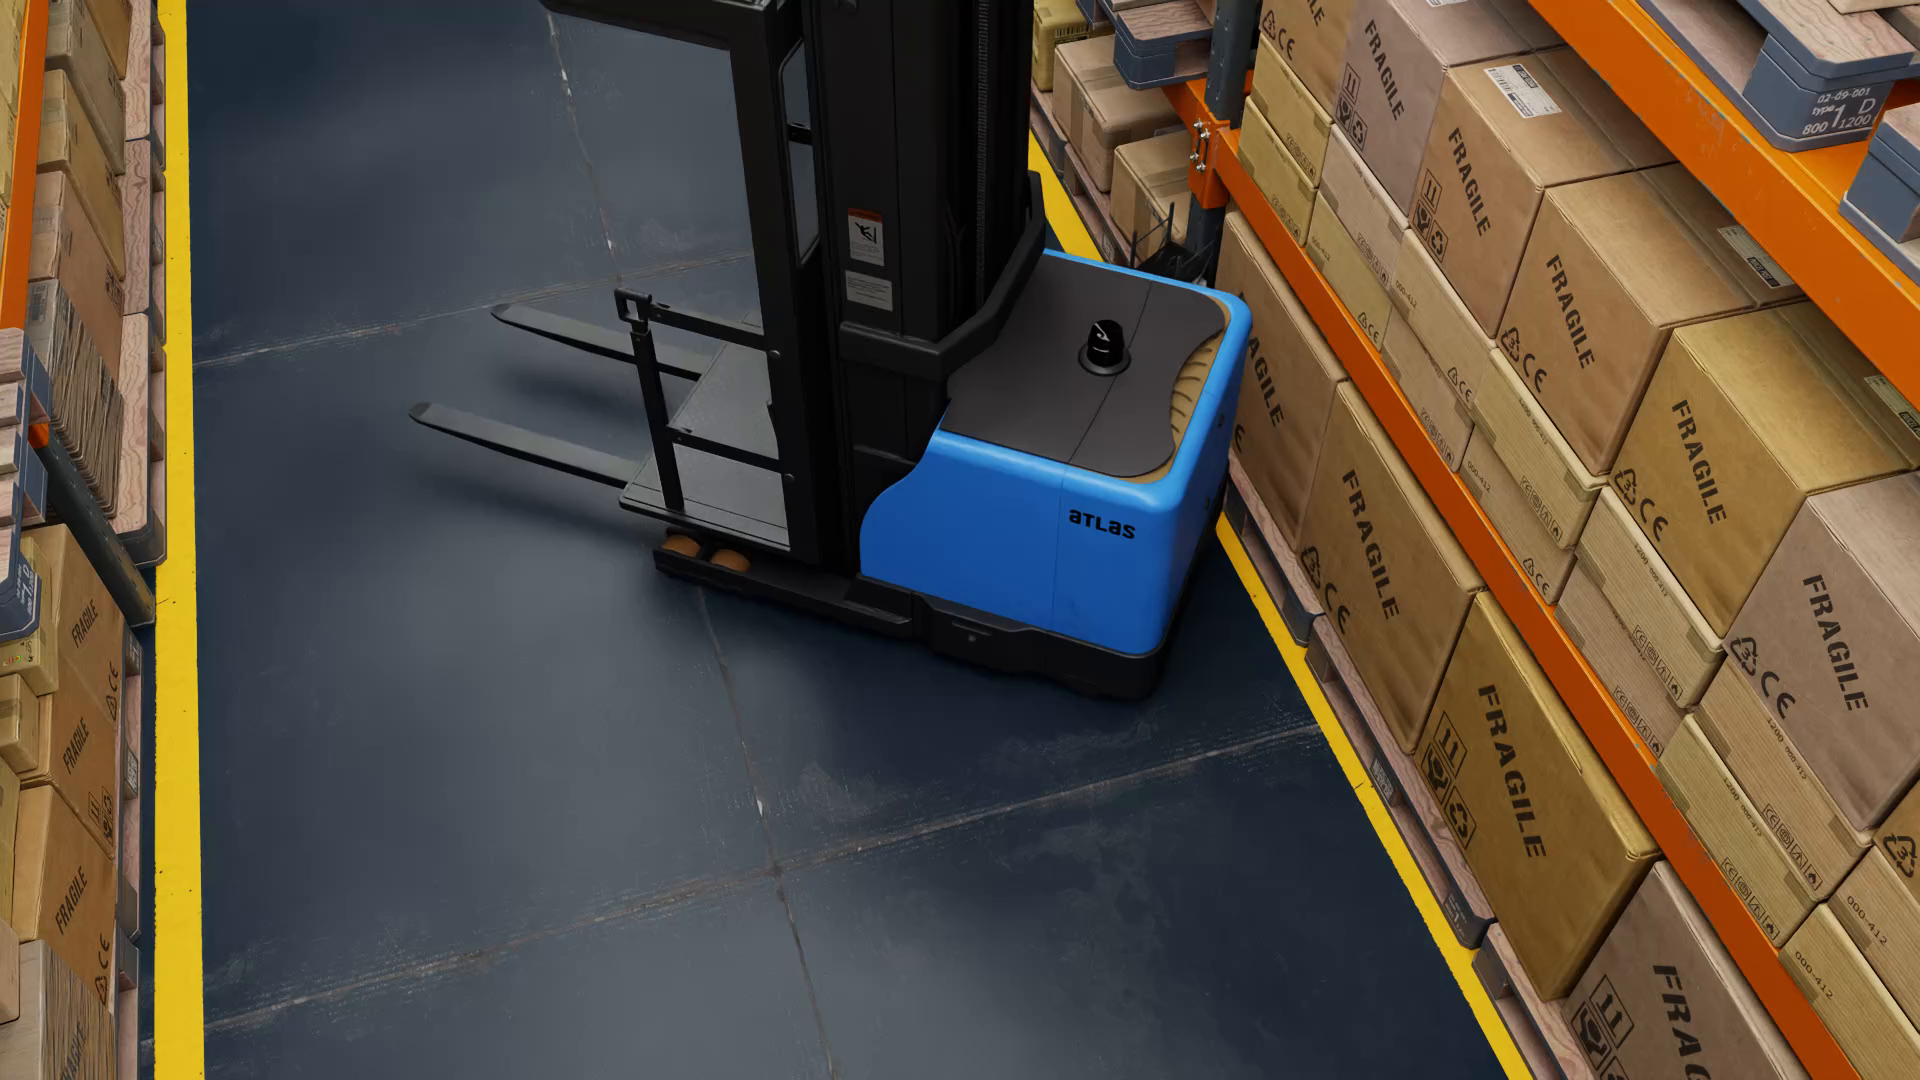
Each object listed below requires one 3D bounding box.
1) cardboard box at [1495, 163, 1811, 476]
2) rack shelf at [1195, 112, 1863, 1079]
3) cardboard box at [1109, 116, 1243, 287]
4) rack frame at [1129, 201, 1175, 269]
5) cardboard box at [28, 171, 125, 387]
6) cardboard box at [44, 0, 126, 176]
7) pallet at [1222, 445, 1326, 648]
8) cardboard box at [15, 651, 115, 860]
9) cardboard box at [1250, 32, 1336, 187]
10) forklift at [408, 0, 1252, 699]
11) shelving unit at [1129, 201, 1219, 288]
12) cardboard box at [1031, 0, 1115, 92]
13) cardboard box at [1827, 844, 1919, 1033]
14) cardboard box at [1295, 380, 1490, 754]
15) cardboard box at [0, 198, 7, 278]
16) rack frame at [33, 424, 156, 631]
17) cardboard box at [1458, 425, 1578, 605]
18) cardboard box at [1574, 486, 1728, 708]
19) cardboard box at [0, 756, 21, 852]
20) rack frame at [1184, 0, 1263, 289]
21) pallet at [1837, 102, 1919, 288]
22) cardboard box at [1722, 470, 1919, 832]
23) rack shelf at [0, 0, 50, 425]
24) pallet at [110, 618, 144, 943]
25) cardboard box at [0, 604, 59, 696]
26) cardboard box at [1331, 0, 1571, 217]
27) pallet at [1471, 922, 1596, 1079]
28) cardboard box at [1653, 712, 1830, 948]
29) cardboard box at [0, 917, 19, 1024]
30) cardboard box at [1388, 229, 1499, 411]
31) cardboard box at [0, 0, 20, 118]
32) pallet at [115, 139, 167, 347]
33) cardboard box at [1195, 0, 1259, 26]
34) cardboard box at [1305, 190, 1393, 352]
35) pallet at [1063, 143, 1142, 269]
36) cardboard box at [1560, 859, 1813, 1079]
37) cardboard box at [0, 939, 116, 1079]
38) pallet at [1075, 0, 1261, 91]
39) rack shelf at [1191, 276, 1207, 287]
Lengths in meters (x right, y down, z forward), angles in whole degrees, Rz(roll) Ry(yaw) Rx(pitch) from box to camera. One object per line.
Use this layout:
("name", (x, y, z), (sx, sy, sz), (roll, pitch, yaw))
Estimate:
("cardboard box", (1.699, -0.547, 4.030), (0.500, 0.500, 0.500), (-13, 51, -10))
("rack shelf", (1.938, -0.026, 4.781), (1.077, 0.370, 4.000), (-13, 51, -11))
("cardboard box", (1.189, -1.422, 6.931), (0.950, 0.372, 0.625), (-16, 52, -13))
("rack frame", (0.708, -0.889, 6.410), (0.006, 0.900, 0.240), (35, 58, 26))
("cardboard box", (-3.766, -0.898, 6.323), (0.875, 0.625, 0.625), (-12, 51, -10))
("cardboard box", (-4.190, -1.938, 7.200), (0.875, 0.625, 0.625), (-14, 51, -11))
("pallet", (1.507, -0.227, 6.303), (1.003, 0.211, 1.213), (-13, 51, -11))
("cardboard box", (-2.926, 0.705, 5.054), (0.500, 0.500, 0.500), (-14, 51, -12))
("cardboard box", (1.260, -1.406, 5.244), (0.500, 0.250, 0.500), (-14, 51, -11))
("forklift", (-0.584, -1.114, 5.272), (3.031, 2.935, 1.130), (16, 52, 13))
("shelving unit", (0.783, -0.836, 6.366), (0.210, 0.900, 0.258), (35, 58, 26))
("cardboard box", (0.744, -2.514, 7.852), (0.950, 0.372, 0.625), (-12, 51, -10))
("cardboard box", (2.166, 0.823, 3.365), (0.500, 0.250, 0.500), (-13, 51, -11))
("cardboard box", (1.731, 0.006, 5.398), (0.875, 0.875, 0.875), (-13, 51, -11))
("cardboard box", (-3.292, -0.925, 5.166), (0.500, 0.250, 0.500), (-13, 51, -11))
("rack frame", (-3.394, -0.594, 4.789), (1.000, 3.000, 0.127), (-13, 51, -11))
("cardboard box", (1.718, -0.141, 4.505), (0.500, 0.250, 0.500), (-13, 51, -11))
("cardboard box", (1.853, 0.083, 3.990), (0.500, 0.250, 0.500), (-12, 51, -10))
("cardboard box", (-2.826, 0.769, 4.576), (0.380, 0.149, 0.250), (-12, 51, -10))
("rack frame", (1.346, -1.719, 5.737), (1.000, 3.000, 0.127), (-13, 51, -11))
("pallet", (2.211, -0.361, 2.756), (0.805, 0.209, 1.217), (-15, 52, -12))
("cardboard box", (1.997, 0.203, 3.398), (0.500, 0.500, 0.500), (-12, 51, -10))
("rack shelf", (-3.986, -1.822, 6.295), (1.077, 0.370, 4.000), (-13, 51, -11))
("pallet", (-3.210, 0.859, 5.388), (1.003, 0.211, 1.213), (-13, 51, -11))
("cardboard box", (-2.896, 0.363, 4.918), (0.380, 0.149, 0.250), (-16, 52, -13))
("cardboard box", (1.414, -1.298, 4.663), (0.500, 0.500, 0.500), (-13, 51, -11))
("pallet", (2.229, 1.555, 4.801), (1.003, 0.211, 1.213), (-13, 51, -11))
("cardboard box", (2.006, 0.608, 3.873), (0.500, 0.250, 0.500), (-14, 51, -11))
("cardboard box", (-2.641, 1.146, 4.258), (0.380, 0.149, 0.250), (-16, 52, -13))
("cardboard box", (1.547, -0.661, 4.616), (0.500, 0.250, 0.500), (-13, 51, -11))
("cardboard box", (-3.595, -1.668, 5.792), (0.500, 0.250, 0.500), (-15, 51, -12))
("pallet", (-3.958, -1.194, 7.119), (1.003, 0.211, 1.213), (-13, 51, -11))
("cardboard box", (1.024, -1.959, 5.829), (0.380, 0.149, 0.250), (-12, 51, -10))
("cardboard box", (1.419, -0.885, 5.132), (0.500, 0.250, 0.500), (-15, 51, -12))
("pallet", (1.117, -1.391, 7.285), (1.003, 0.211, 1.213), (-13, 51, -11))
("cardboard box", (2.269, 1.318, 4.292), (0.875, 0.875, 0.875), (-12, 51, -10))
("cardboard box", (-2.597, 1.462, 4.416), (0.500, 0.500, 0.500), (-15, 51, -12))
("pallet", (1.034, -2.153, 6.229), (1.213, 0.211, 1.003), (-13, 51, -11))
("rack shelf", (0.783, -0.931, 6.254), (0.200, 0.077, 0.258), (35, 58, 26))
